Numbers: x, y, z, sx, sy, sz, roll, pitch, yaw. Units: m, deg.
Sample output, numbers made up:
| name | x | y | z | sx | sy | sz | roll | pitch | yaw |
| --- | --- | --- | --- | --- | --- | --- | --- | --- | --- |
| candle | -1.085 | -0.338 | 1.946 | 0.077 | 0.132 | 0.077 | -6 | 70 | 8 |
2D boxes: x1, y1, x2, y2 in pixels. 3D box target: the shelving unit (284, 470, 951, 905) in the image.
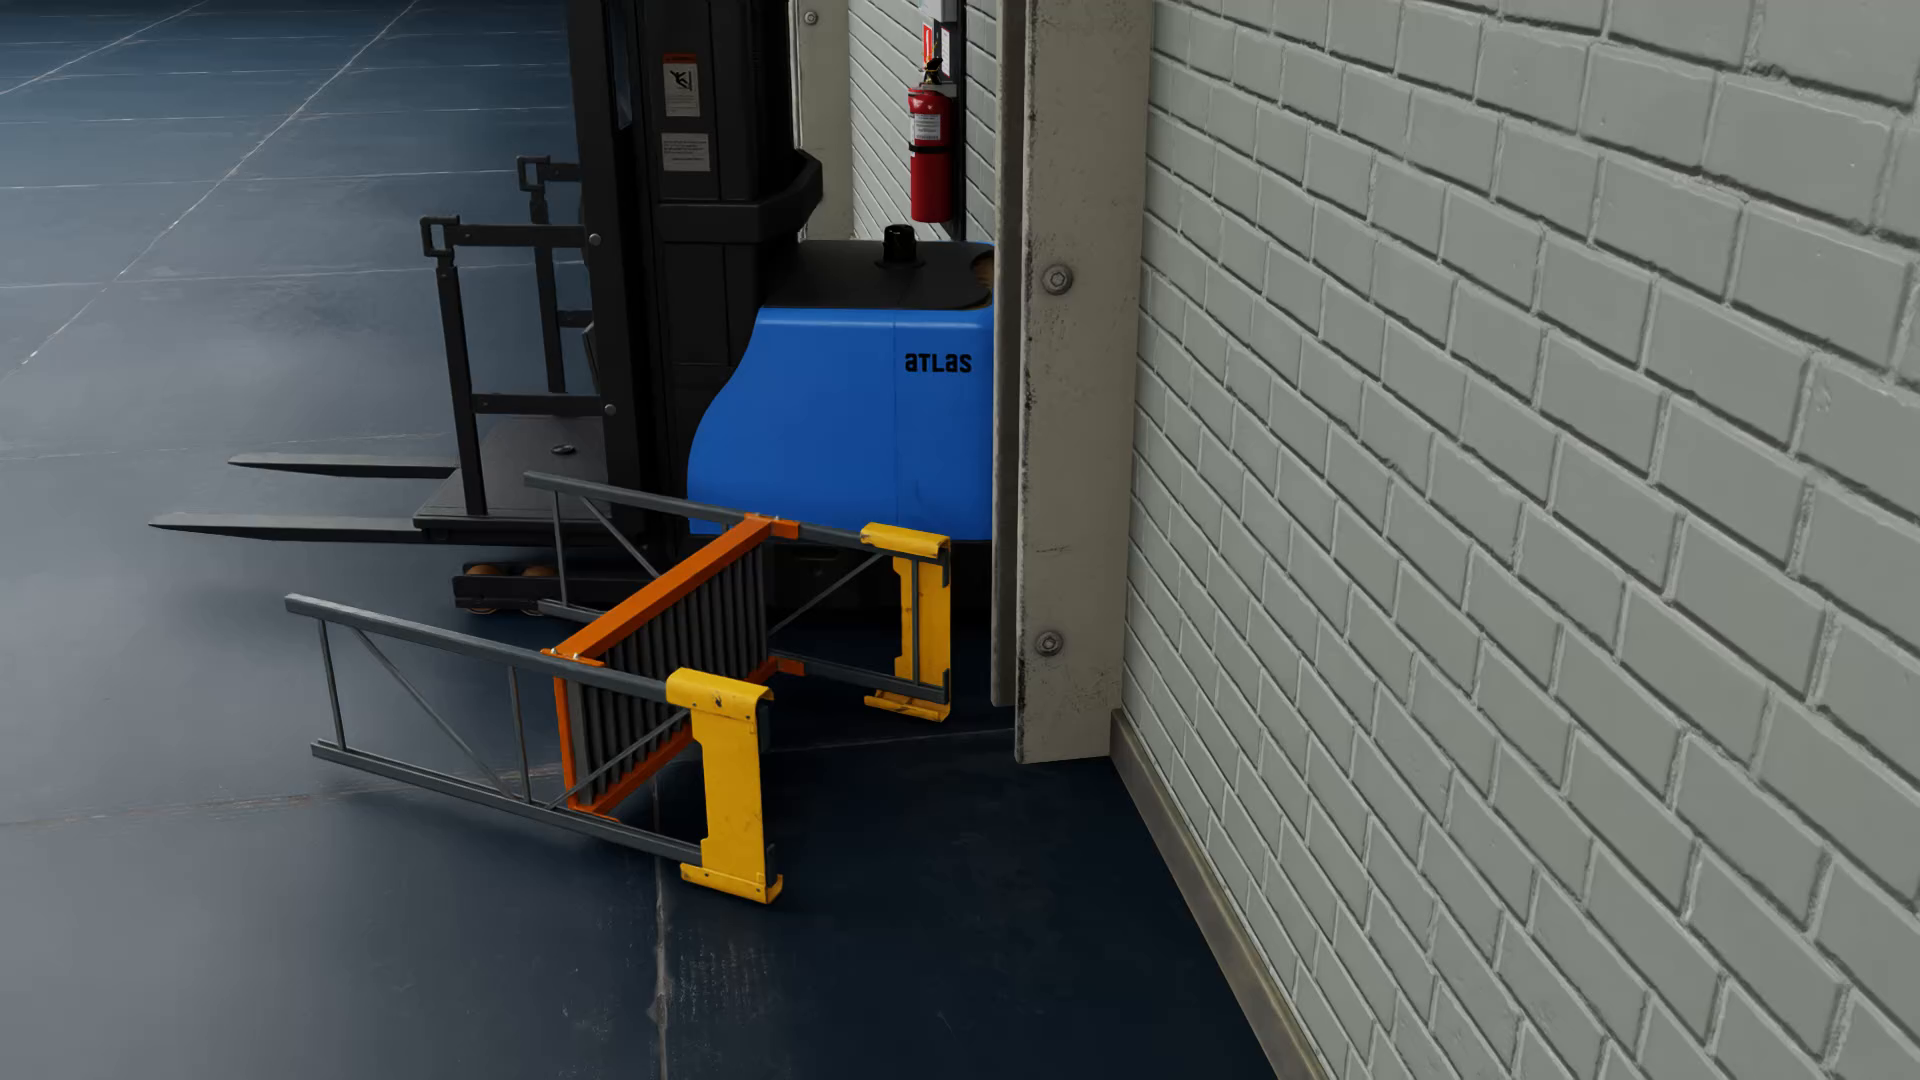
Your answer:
| name | x | y | z | sx | sy | sz | roll | pitch | yaw |
| --- | --- | --- | --- | --- | --- | --- | --- | --- | --- |
| shelving unit | -0.935 | 0.322 | 4.746 | 1.500 | 0.587 | 1.083 | 10 | 26 | 23 |

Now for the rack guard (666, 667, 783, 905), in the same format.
| name | x | y | z | sx | sy | sz | roll | pitch | yaw |
| --- | --- | --- | --- | --- | --- | --- | --- | --- | --- |
| rack guard | -0.576 | 0.608 | 4.091 | 0.250 | 0.587 | 0.087 | 10 | 26 | 23 |

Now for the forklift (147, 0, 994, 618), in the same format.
| name | x | y | z | sx | sy | sz | roll | pitch | yaw |
| --- | --- | --- | --- | --- | --- | --- | --- | --- | --- |
| forklift | -1.318 | -1.293 | 5.547 | 3.031 | 2.935 | 1.130 | 1 | 24 | 3 |

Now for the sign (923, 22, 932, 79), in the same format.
| name | x | y | z | sx | sy | sz | roll | pitch | yaw |
| --- | --- | --- | --- | --- | --- | --- | --- | --- | --- |
| sign | -0.138 | -2.037 | 7.121 | 0.001 | 0.329 | 0.234 | -4 | 24 | -10 |

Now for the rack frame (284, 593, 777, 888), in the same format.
| name | x | y | z | sx | sy | sz | roll | pitch | yaw |
| --- | --- | --- | --- | --- | --- | --- | --- | --- | --- |
| rack frame | -1.144 | 0.504 | 4.330 | 1.500 | 0.500 | 0.032 | 10 | 26 | 23 |

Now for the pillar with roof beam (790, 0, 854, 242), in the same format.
| name | x | y | z | sx | sy | sz | roll | pitch | yaw |
| --- | --- | --- | --- | --- | --- | --- | --- | --- | --- |
| pillar with roof beam | -5.058 | -5.611 | 7.854 | 9.100 | 9.000 | 0.400 | -4 | 24 | -10 |

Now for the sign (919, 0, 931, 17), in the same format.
| name | x | y | z | sx | sy | sz | roll | pitch | yaw |
| --- | --- | --- | --- | --- | --- | --- | --- | --- | --- |
| sign | -0.146 | -2.277 | 7.009 | 0.001 | 0.109 | 0.331 | -4 | 24 | -10 |

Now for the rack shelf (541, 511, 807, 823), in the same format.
| name | x | y | z | sx | sy | sz | roll | pitch | yaw |
| --- | --- | --- | --- | --- | --- | --- | --- | --- | --- |
| rack shelf | -0.768 | 0.349 | 4.684 | 0.185 | 0.538 | 1.000 | 10 | 26 | 23 |

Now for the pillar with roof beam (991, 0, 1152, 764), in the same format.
| name | x | y | z | sx | sy | sz | roll | pitch | yaw |
| --- | --- | --- | --- | --- | --- | --- | --- | --- | --- |
| pillar with roof beam | -3.949 | -3.251 | 2.451 | 9.100 | 9.000 | 0.400 | -4 | 24 | -10 |

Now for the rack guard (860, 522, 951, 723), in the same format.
| name | x | y | z | sx | sy | sz | roll | pitch | yaw |
| --- | --- | --- | --- | --- | --- | --- | --- | --- | --- |
| rack guard | -0.159 | 0.246 | 4.920 | 0.250 | 0.587 | 0.087 | 10 | 26 | 23 |

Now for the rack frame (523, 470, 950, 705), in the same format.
| name | x | y | z | sx | sy | sz | roll | pitch | yaw |
| --- | --- | --- | --- | --- | --- | --- | --- | --- | --- |
| rack frame | -0.718 | 0.134 | 5.176 | 1.500 | 0.500 | 0.032 | 10 | 26 | 23 |

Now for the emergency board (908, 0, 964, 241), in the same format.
| name | x | y | z | sx | sy | sz | roll | pitch | yaw |
| --- | --- | --- | --- | --- | --- | --- | --- | --- | --- |
| emergency board | -0.138 | -1.795 | 6.613 | 0.194 | 1.169 | 0.643 | -4 | 24 | -10 |
